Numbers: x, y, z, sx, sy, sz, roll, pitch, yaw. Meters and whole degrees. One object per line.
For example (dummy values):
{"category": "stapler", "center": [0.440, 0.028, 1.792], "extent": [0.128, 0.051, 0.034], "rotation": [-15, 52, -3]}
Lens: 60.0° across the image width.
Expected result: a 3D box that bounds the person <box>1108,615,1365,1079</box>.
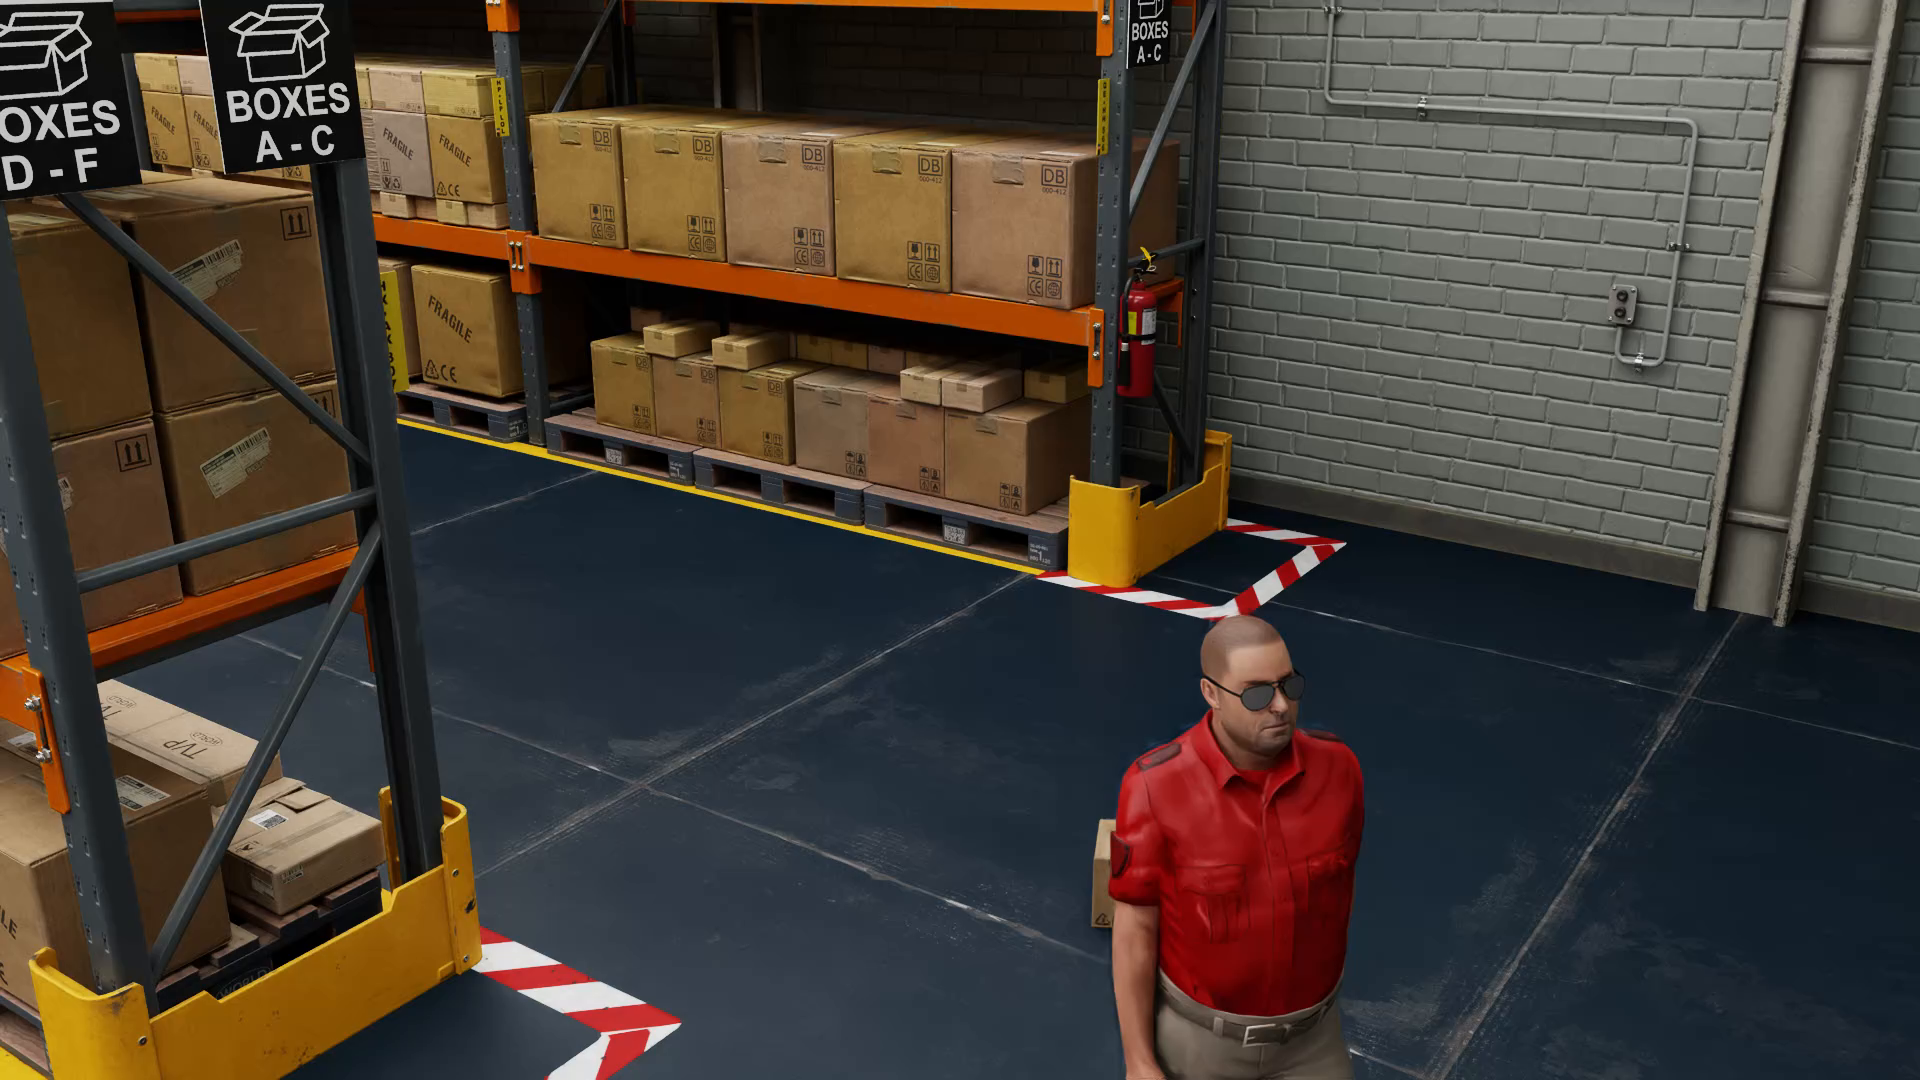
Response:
{"category": "person", "center": [0.561, 1.018, 3.273], "extent": [0.538, 1.776, 0.468], "rotation": [-3, 20, -9]}
